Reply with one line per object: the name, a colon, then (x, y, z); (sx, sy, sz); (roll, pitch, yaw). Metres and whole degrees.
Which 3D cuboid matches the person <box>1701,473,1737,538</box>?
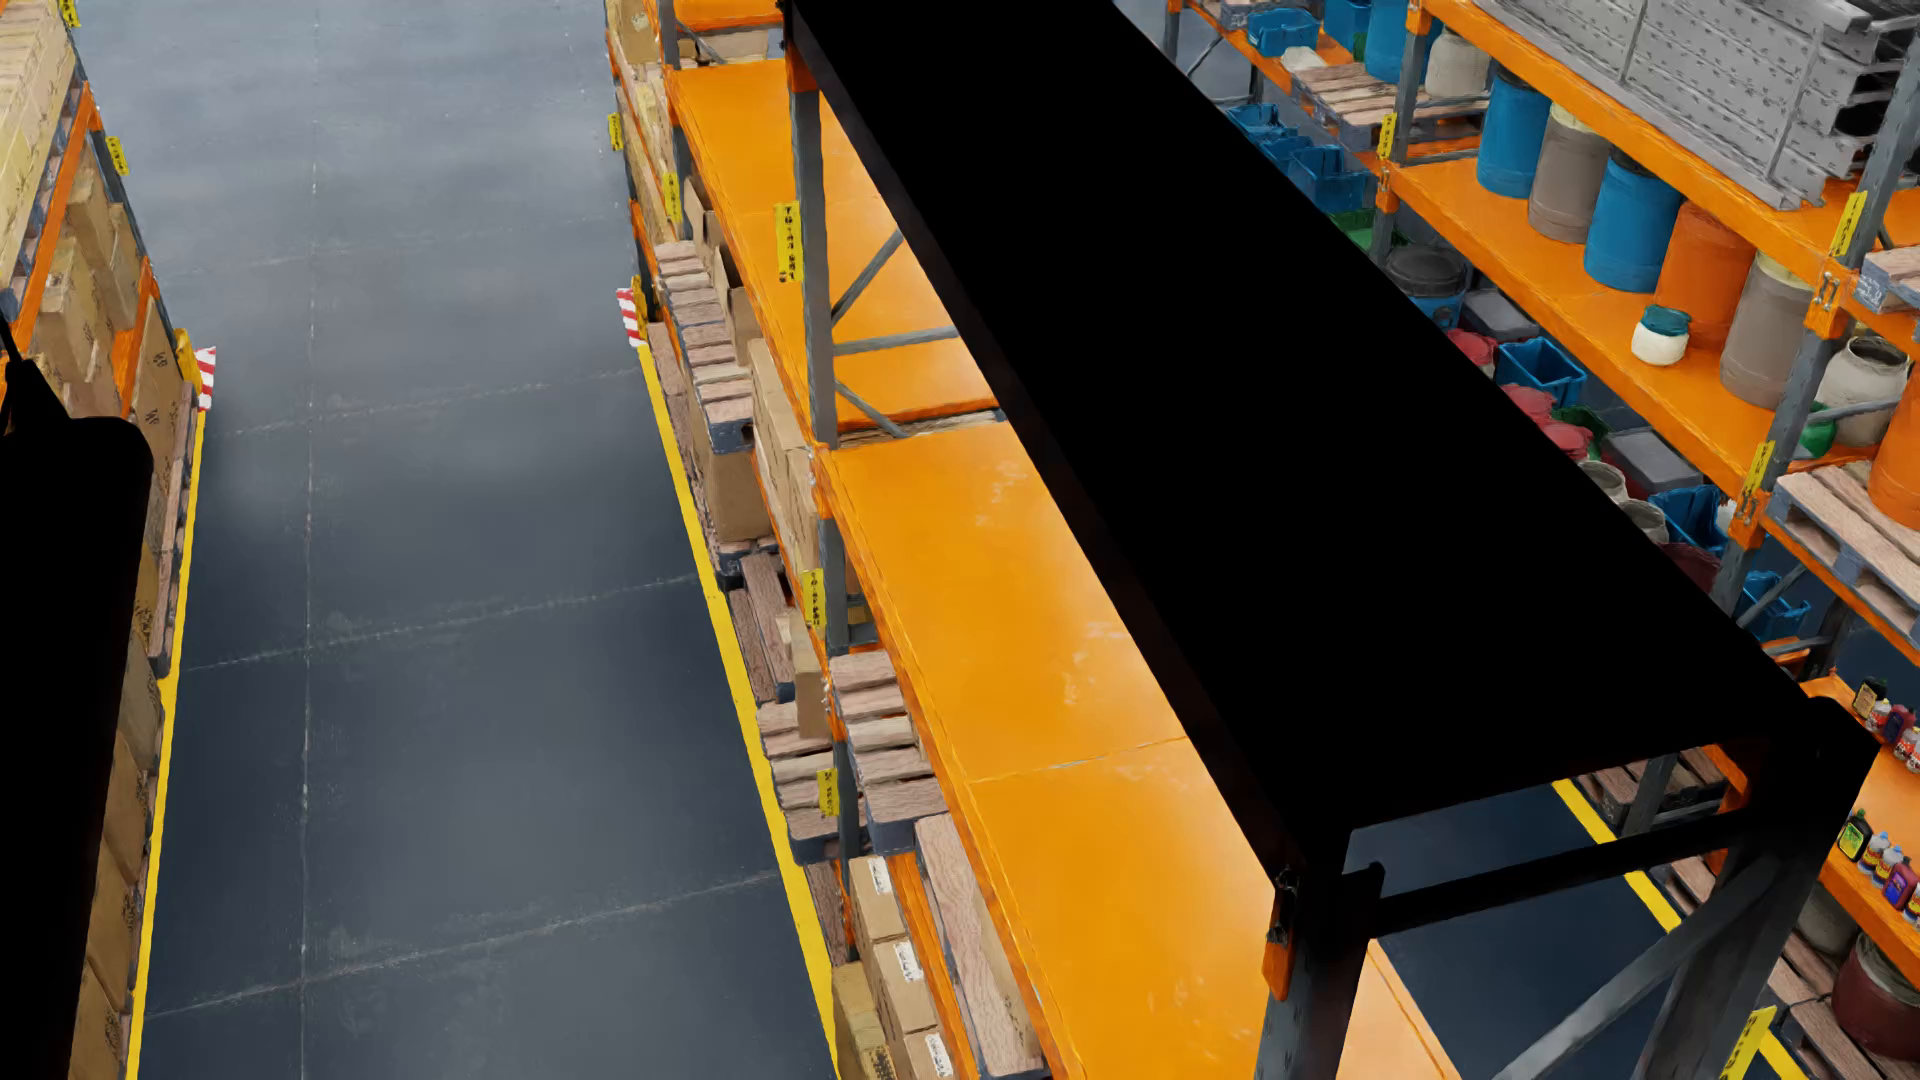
person: (4.965, 0.141, 11.334); (0.445, 1.603, 1.020); (-4, 39, -5)
